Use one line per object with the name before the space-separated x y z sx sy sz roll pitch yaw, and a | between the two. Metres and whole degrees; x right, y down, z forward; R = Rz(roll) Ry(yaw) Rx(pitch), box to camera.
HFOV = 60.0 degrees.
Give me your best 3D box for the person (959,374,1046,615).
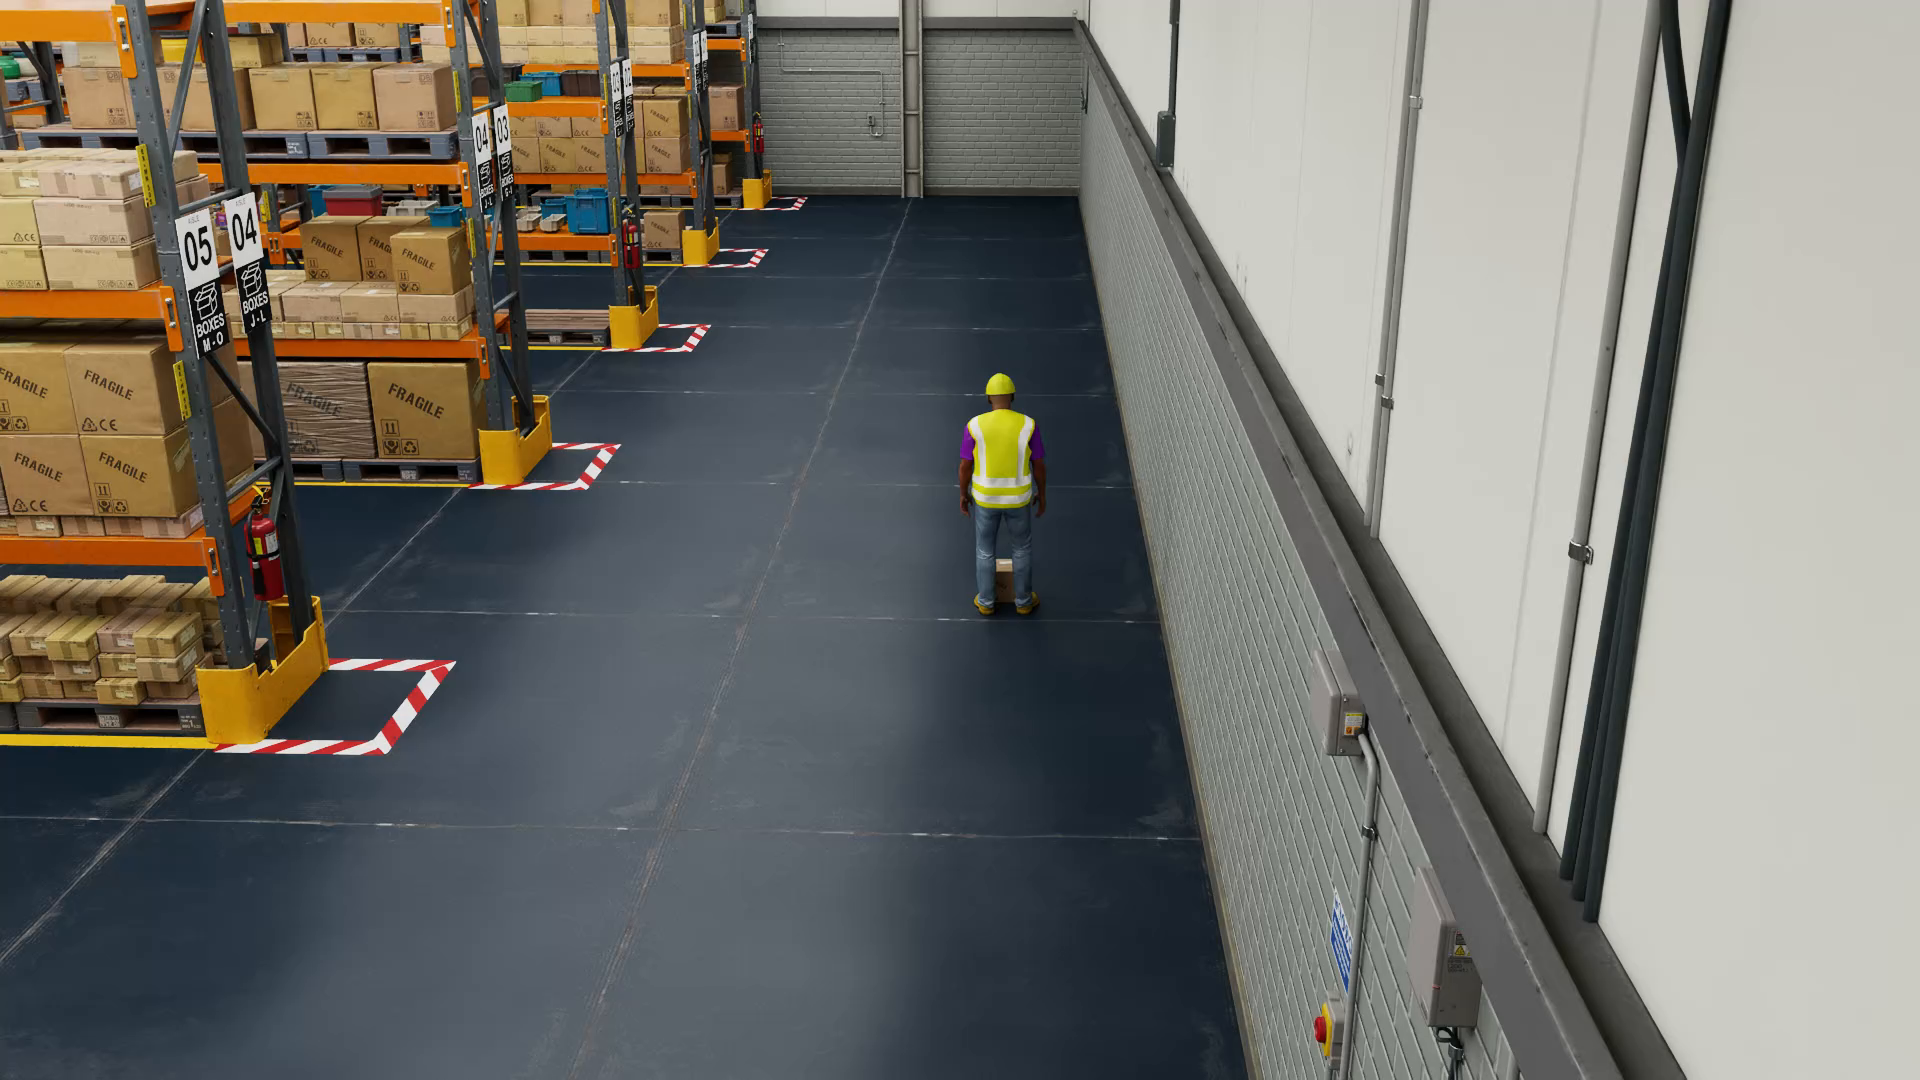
person | 0.306 -0.321 11.906 0.626 1.760 0.461 0 21 1
